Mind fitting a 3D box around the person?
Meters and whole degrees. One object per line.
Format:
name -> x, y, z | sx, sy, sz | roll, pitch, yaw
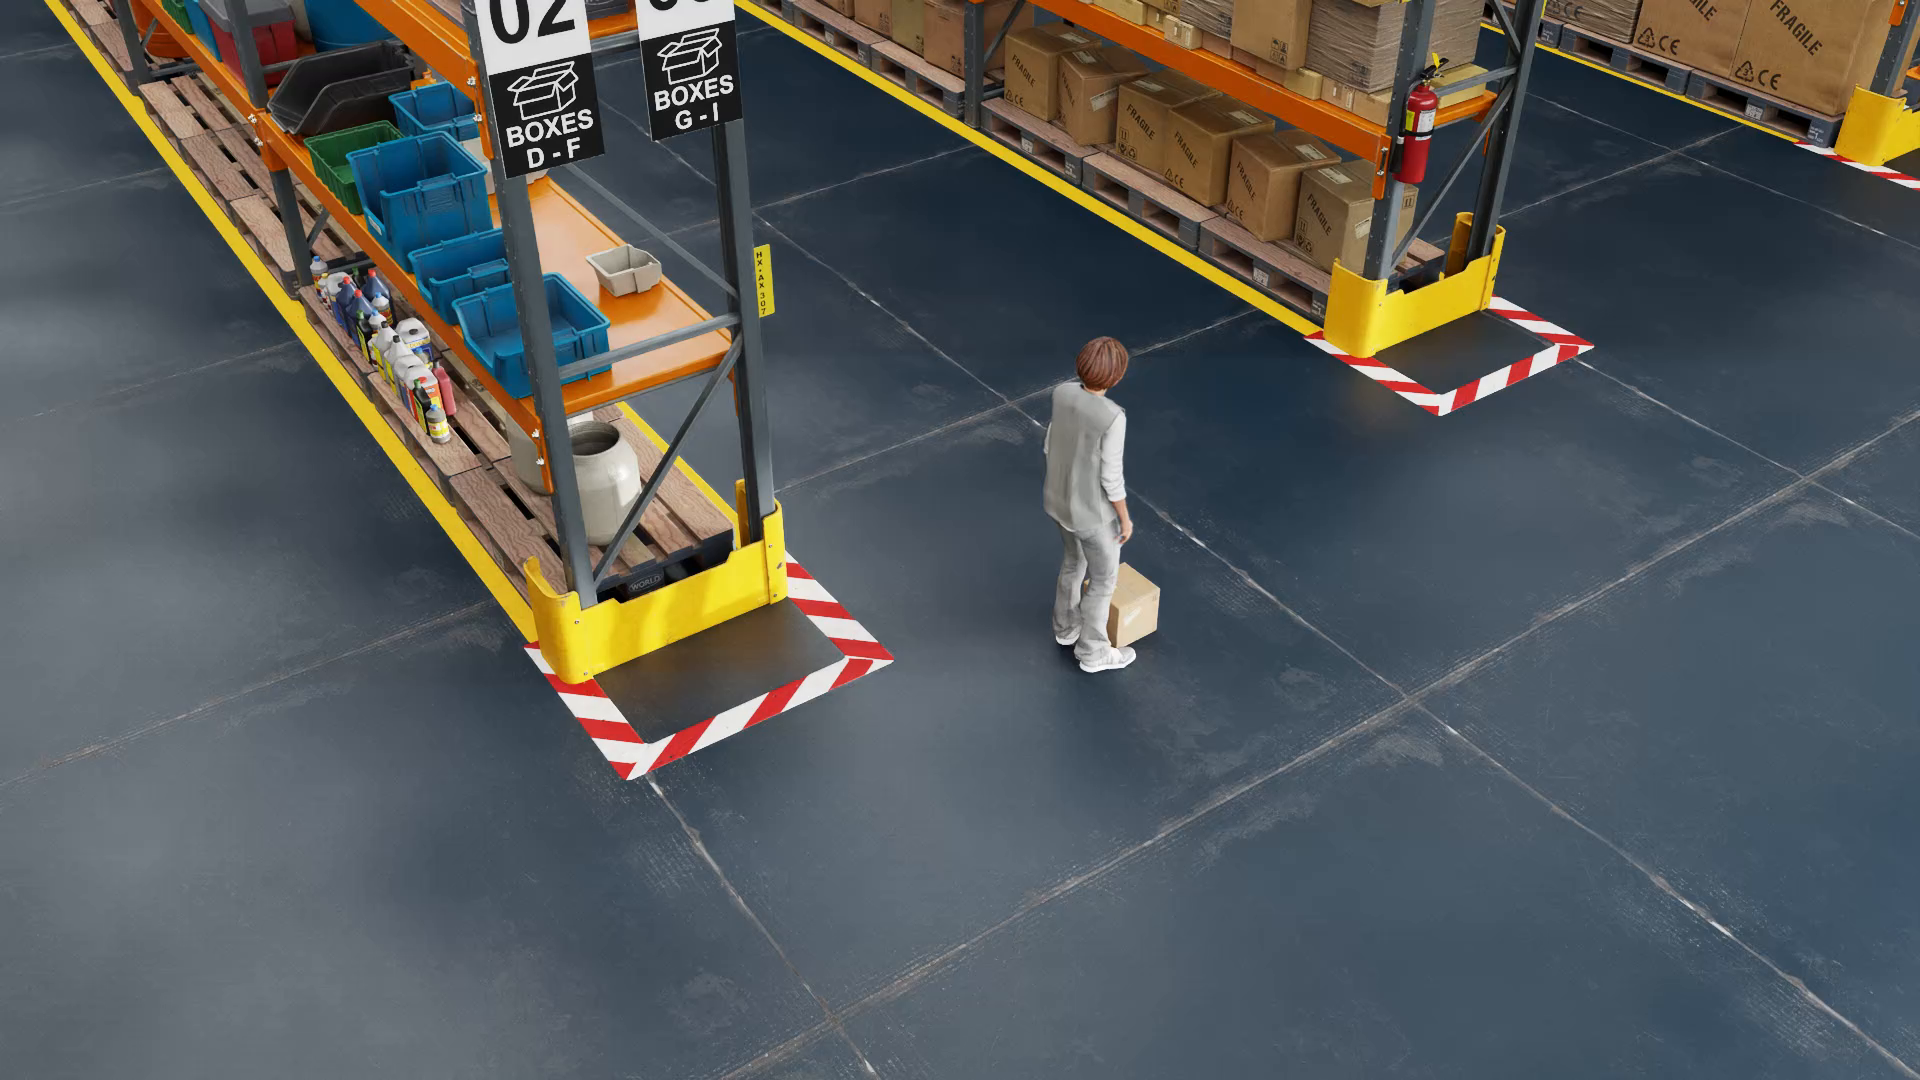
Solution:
person -> 0.559, -0.134, 7.218 | 0.369, 1.556, 0.482 | -25, 43, -29
